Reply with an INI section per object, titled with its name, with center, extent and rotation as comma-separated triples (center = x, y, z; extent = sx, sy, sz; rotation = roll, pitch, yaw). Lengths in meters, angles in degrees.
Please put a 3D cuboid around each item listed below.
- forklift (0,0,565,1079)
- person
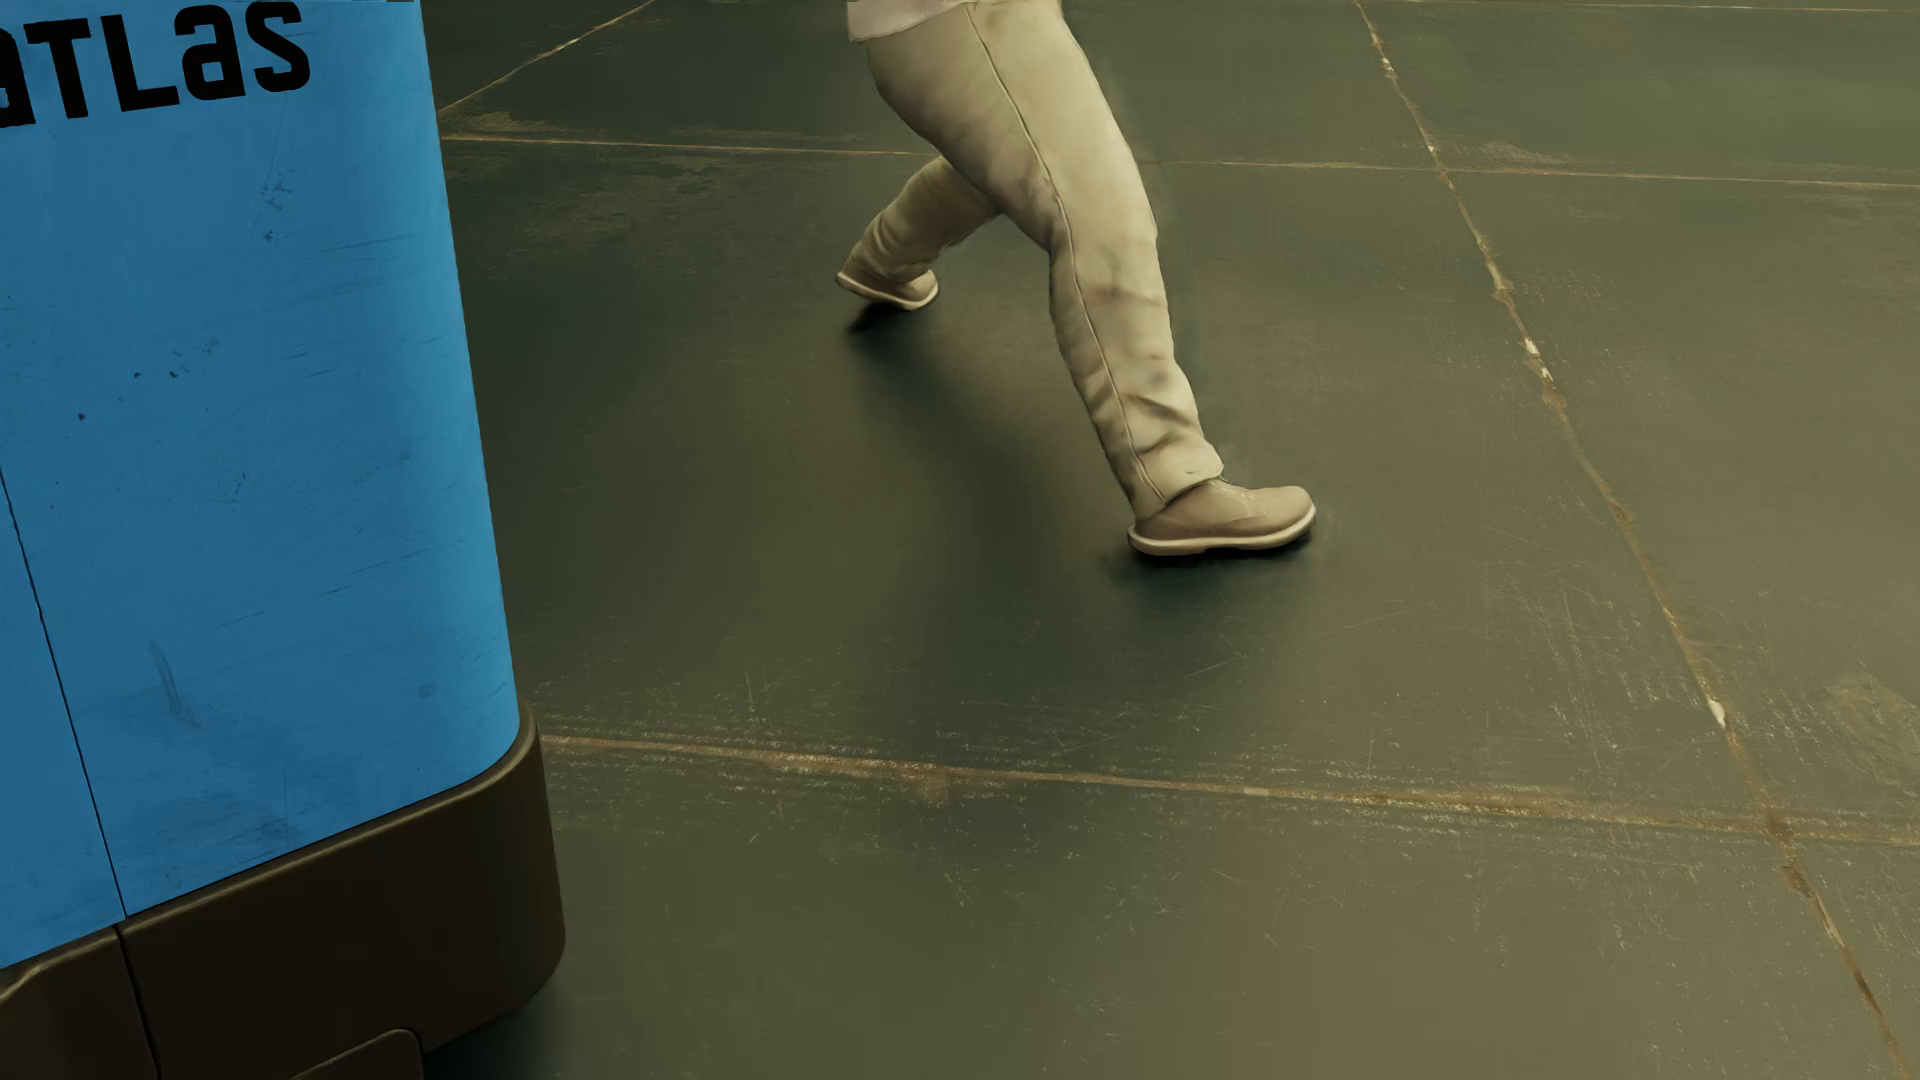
[forklift]
center = -1.823, -0.594, 0.408
extent = 3.031, 2.935, 1.130
rotation = -21, 33, -35
[person]
center = 0.152, -0.896, 2.661
extent = 0.881, 1.478, 1.236
rotation = 3, 27, 6
